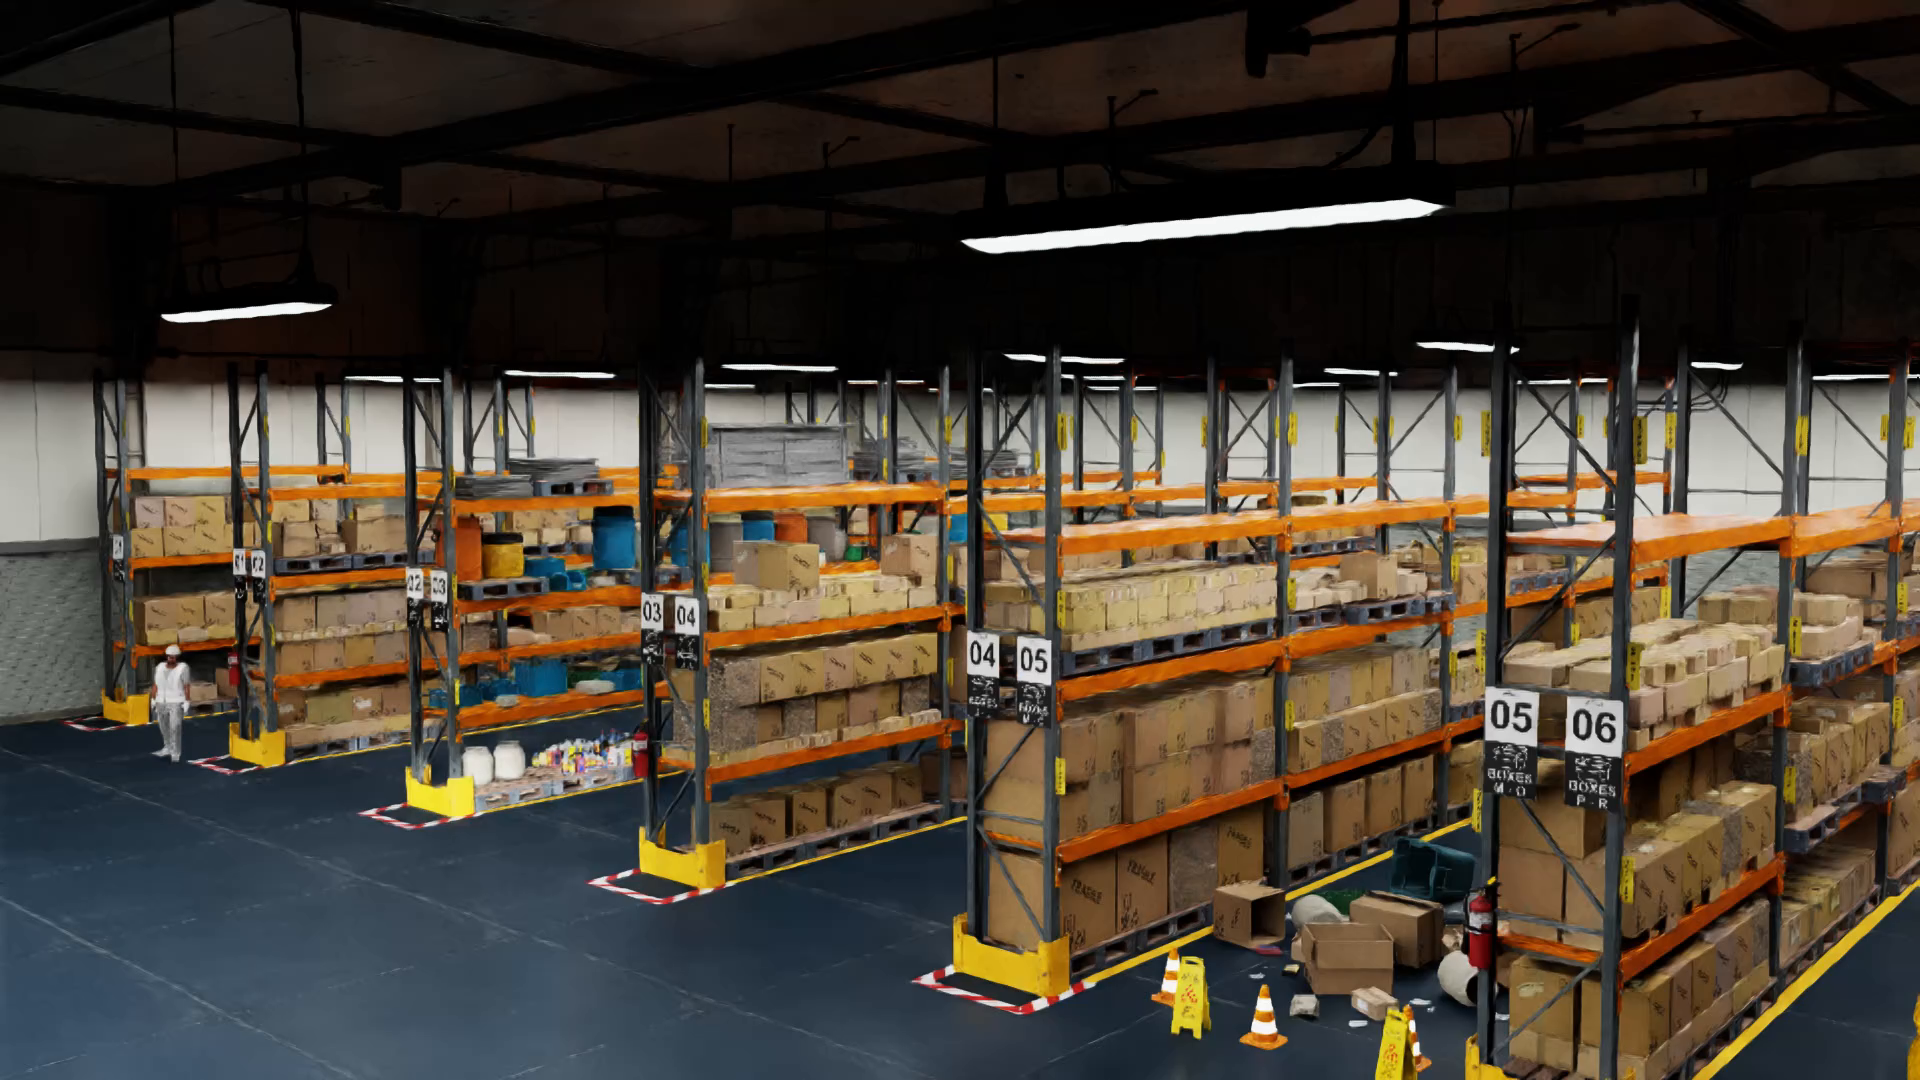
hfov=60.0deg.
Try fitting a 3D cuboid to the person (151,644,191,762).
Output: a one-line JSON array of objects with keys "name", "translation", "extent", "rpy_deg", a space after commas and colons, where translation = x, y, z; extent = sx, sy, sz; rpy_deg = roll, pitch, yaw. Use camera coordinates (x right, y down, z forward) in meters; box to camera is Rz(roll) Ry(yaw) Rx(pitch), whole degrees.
[{"name": "person", "translation": [-11.949, 2.443, 25.153], "extent": [0.694, 1.761, 0.512], "rpy_deg": [0, 4, 6]}]
